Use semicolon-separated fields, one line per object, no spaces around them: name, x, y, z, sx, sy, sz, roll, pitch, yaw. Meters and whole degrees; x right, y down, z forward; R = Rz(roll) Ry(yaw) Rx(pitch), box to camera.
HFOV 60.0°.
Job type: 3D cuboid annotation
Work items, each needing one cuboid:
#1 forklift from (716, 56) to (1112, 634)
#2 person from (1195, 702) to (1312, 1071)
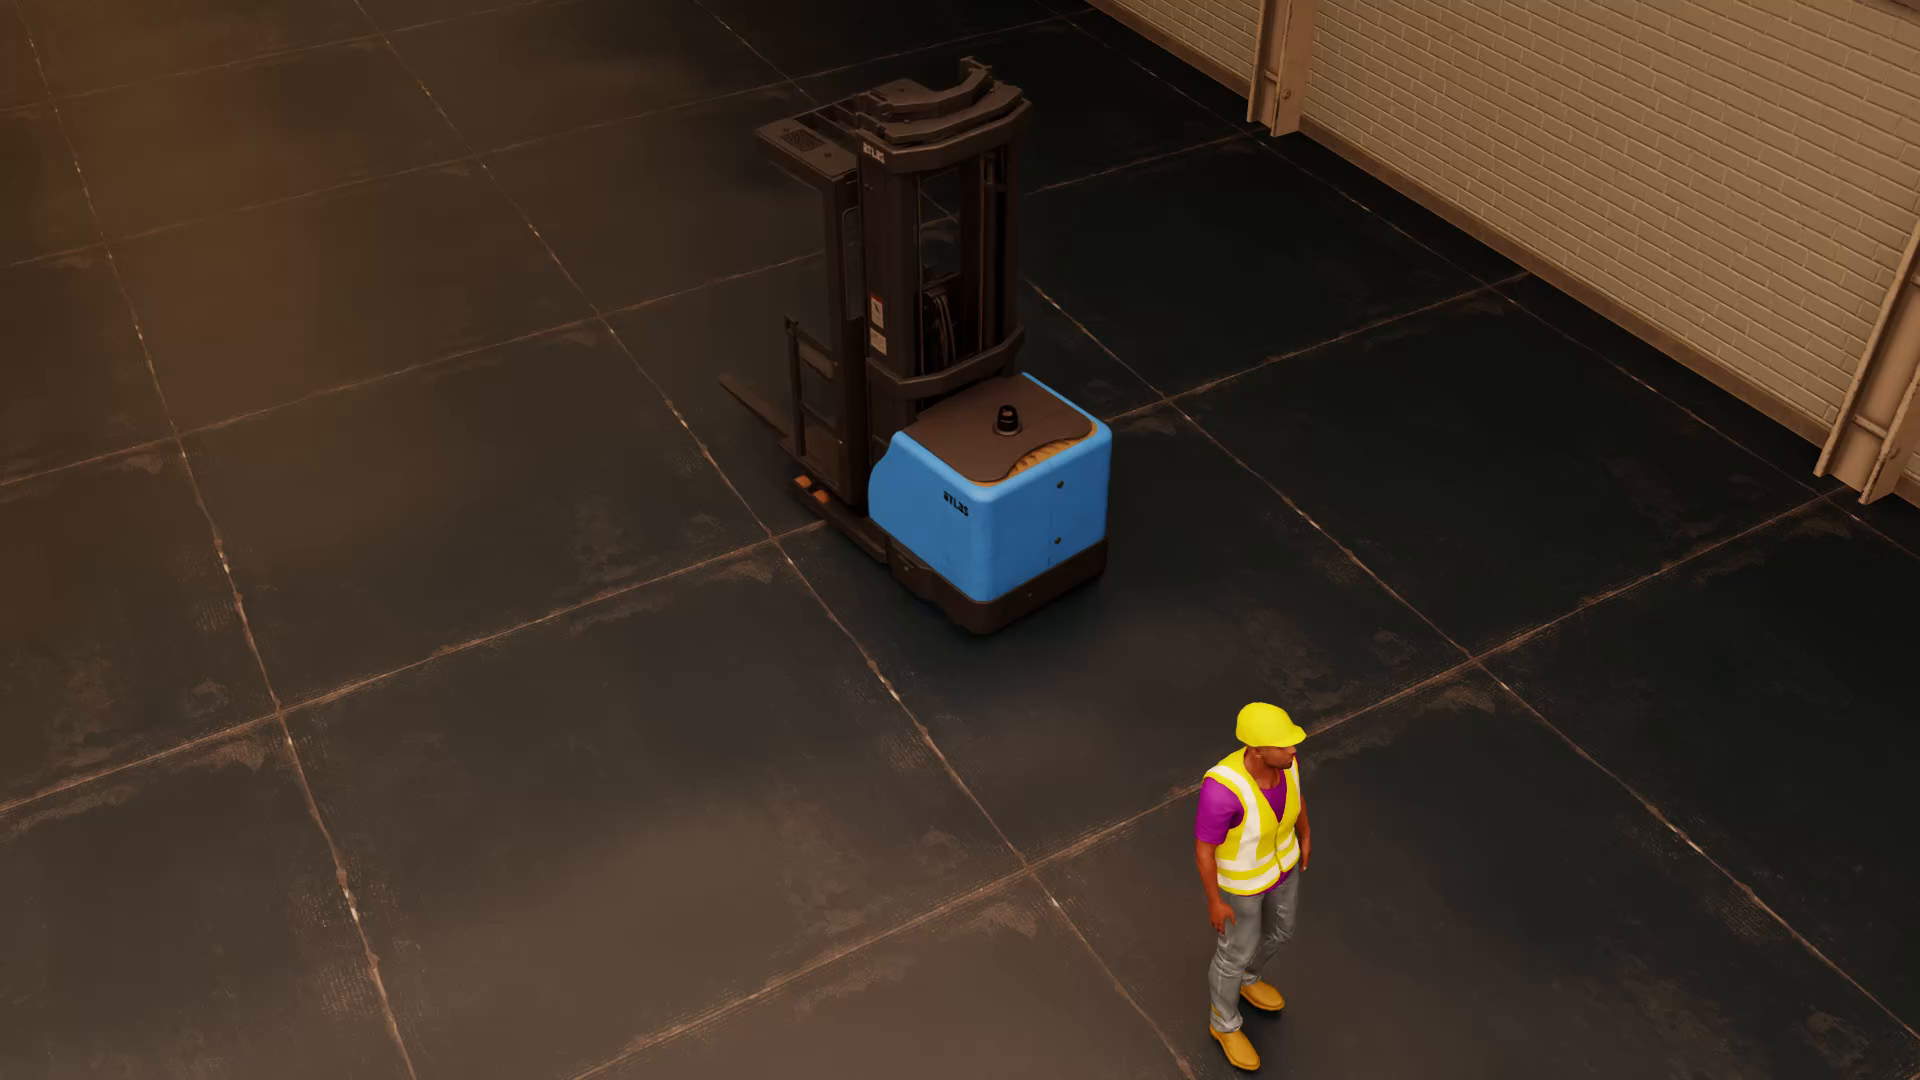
forklift;-0.443;-1.460;9.796;1.130;2.935;3.031;-28;47;-29
person;1.322;1.453;7.185;0.665;1.762;0.588;-31;49;-32
